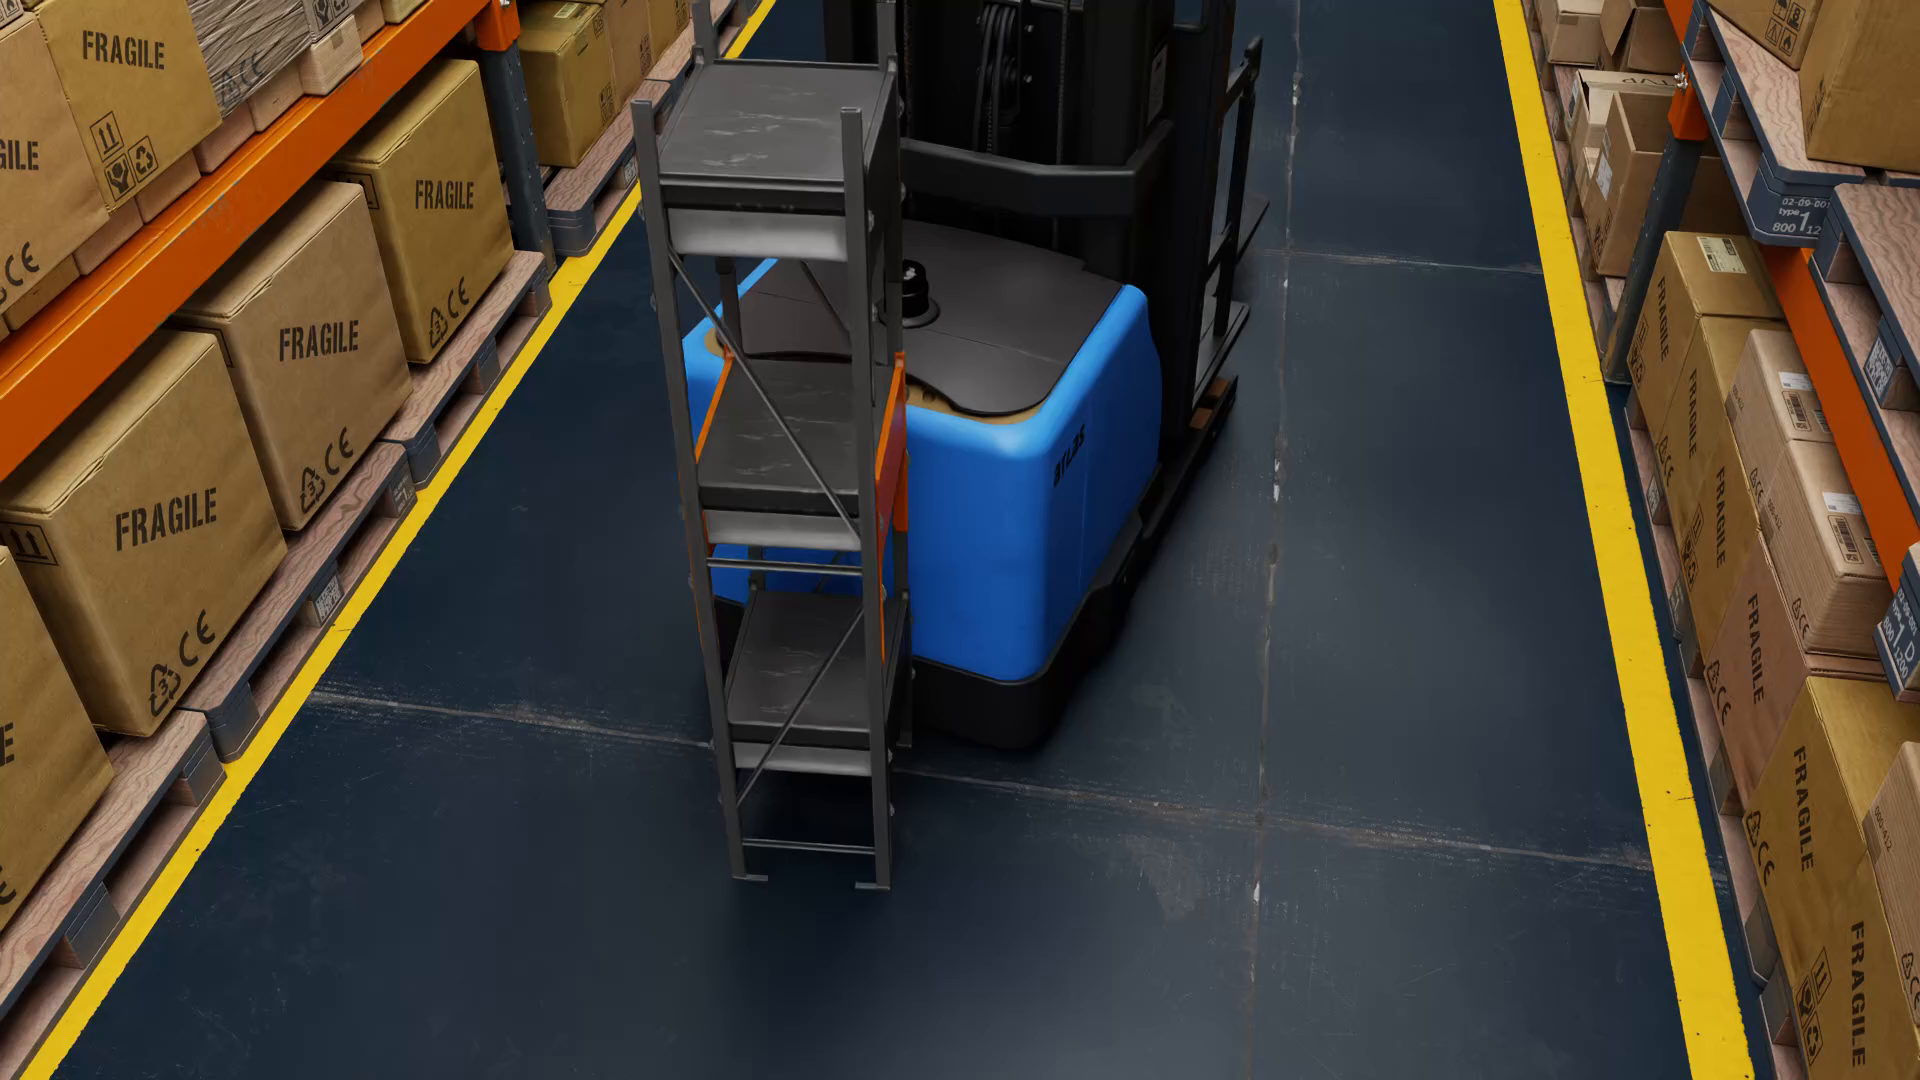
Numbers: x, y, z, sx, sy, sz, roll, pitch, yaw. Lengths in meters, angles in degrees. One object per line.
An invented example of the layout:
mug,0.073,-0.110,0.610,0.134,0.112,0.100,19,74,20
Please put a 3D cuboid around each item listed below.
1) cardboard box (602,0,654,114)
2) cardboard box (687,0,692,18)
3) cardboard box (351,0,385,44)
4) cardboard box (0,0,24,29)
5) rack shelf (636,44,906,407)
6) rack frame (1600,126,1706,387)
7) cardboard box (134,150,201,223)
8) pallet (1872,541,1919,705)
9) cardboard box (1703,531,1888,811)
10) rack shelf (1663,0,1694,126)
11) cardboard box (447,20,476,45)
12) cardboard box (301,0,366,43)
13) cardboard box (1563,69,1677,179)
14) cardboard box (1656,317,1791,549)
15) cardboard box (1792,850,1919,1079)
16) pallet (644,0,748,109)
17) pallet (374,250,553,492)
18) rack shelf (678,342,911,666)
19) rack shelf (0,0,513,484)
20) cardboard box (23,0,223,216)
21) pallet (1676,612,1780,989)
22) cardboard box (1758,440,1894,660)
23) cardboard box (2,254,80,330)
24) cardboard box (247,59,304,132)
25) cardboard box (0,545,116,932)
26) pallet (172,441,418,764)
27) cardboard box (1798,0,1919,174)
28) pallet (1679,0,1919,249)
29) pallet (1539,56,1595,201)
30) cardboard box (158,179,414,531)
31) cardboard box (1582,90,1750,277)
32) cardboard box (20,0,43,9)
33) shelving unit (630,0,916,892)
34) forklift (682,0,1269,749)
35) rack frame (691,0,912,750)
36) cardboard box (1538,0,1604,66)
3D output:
cardboard box,-1.763,-2.208,7.198,0.700,0.500,0.500,6,40,7
cardboard box,-1.587,-2.865,7.993,0.700,0.500,0.500,5,40,6
cardboard box,-1.973,-1.585,4.995,0.380,0.149,0.250,8,40,9
cardboard box,-2.268,-1.084,3.291,0.500,0.250,0.500,7,40,8
rack shelf,-0.348,-0.622,3.276,0.431,0.518,0.480,3,40,4
rack frame,2.796,-1.692,4.943,1.000,3.000,0.127,6,40,8
cardboard box,-2.183,-0.946,4.221,0.380,0.149,0.250,8,40,9
pallet,2.152,0.459,2.492,1.213,0.211,1.003,6,40,8
cardboard box,2.209,0.344,4.096,0.500,0.500,0.500,5,40,6
rack shelf,3.142,-2.670,6.690,1.077,0.370,4.000,6,40,8
cardboard box,-2.074,-2.074,6.527,0.380,0.149,0.250,6,40,7
cardboard box,-1.994,-1.758,4.695,0.500,0.500,0.500,7,40,8
cardboard box,2.745,-1.685,6.699,0.500,0.311,0.500,6,40,8
cardboard box,2.391,-0.286,4.858,0.500,0.500,0.500,7,40,8
cardboard box,2.035,0.999,3.304,0.500,0.500,0.500,8,40,9
pallet,-1.666,-2.398,7.985,1.003,0.211,1.213,6,40,8
pallet,-2.143,-0.669,5.894,1.003,0.211,1.213,6,40,8
rack shelf,-0.350,-0.084,3.723,0.431,0.518,0.480,3,40,4
rack shelf,-2.429,-0.704,4.312,1.077,0.370,4.000,6,40,8
cardboard box,-2.170,-1.130,3.935,0.500,0.500,0.500,7,40,9
pallet,2.484,0.665,4.280,1.003,0.211,1.213,6,40,8
cardboard box,2.213,0.032,3.886,0.500,0.250,0.500,6,40,7
cardboard box,-2.295,-0.628,3.838,0.380,0.149,0.250,7,40,8
cardboard box,-2.068,-1.267,4.610,0.380,0.149,0.250,6,40,8
cardboard box,-2.519,0.494,3.656,0.750,0.750,0.750,6,40,7
pallet,-2.351,0.099,4.965,1.003,0.211,1.213,6,40,8
cardboard box,2.437,-1.182,3.917,0.700,0.500,0.500,12,41,15
pallet,2.550,-1.129,4.412,1.003,0.211,1.213,6,40,8
pallet,3.125,-1.816,7.281,1.003,0.211,1.213,6,40,8
cardboard box,-2.219,-0.589,4.966,0.750,0.750,0.750,8,40,9
cardboard box,2.615,-1.287,6.070,0.500,0.500,0.500,6,40,8
cardboard box,-2.186,-1.405,3.679,0.500,0.250,0.500,6,40,7
shelving unit,-0.350,-0.095,3.715,0.431,2.100,0.503,3,40,4
forklift,0.306,-1.511,4.777,1.130,2.935,3.031,15,42,18
rack frame,-0.329,-0.250,3.902,0.400,2.100,0.015,3,40,4
cardboard box,2.942,-2.375,7.581,0.500,0.250,0.500,6,40,8
